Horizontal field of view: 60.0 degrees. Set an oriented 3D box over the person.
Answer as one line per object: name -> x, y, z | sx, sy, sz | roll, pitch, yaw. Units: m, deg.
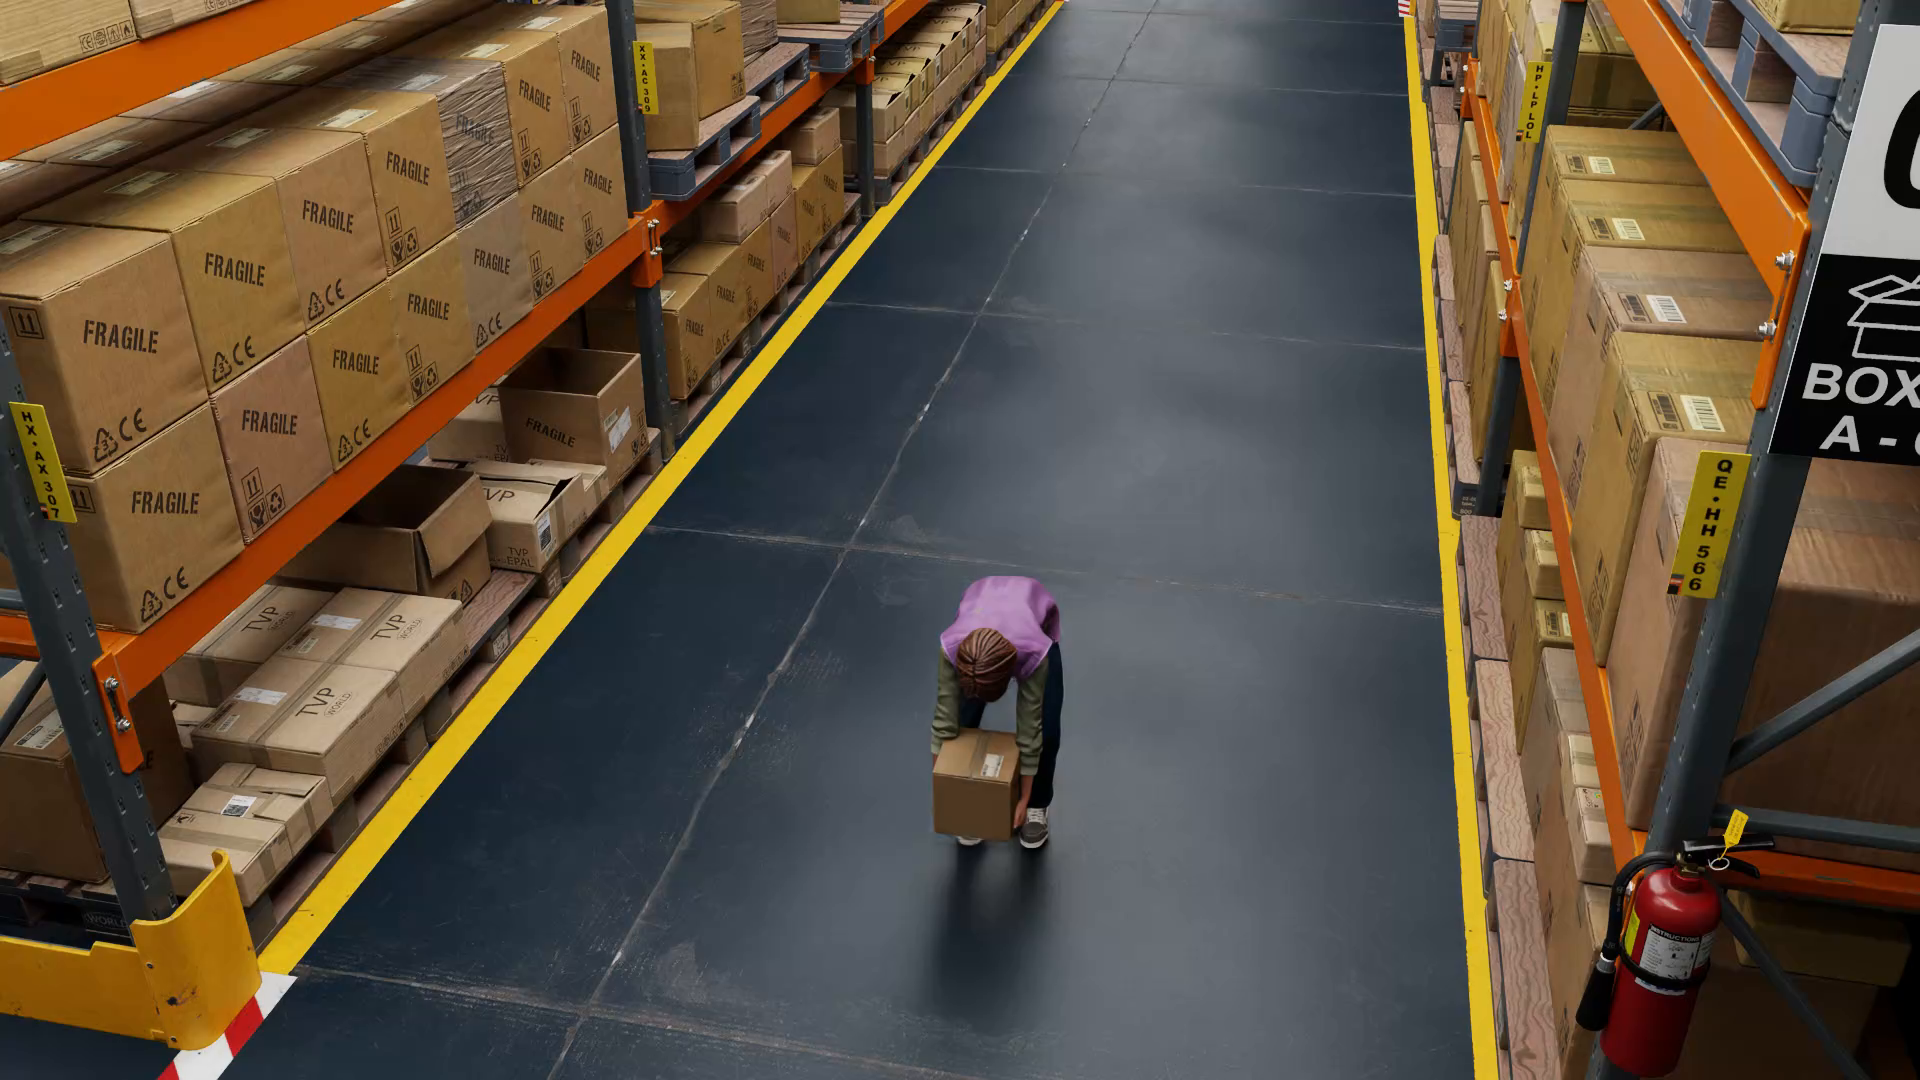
person -> 0.127, 0.622, 5.541 | 0.402, 1.094, 0.846 | 5, 30, 8
